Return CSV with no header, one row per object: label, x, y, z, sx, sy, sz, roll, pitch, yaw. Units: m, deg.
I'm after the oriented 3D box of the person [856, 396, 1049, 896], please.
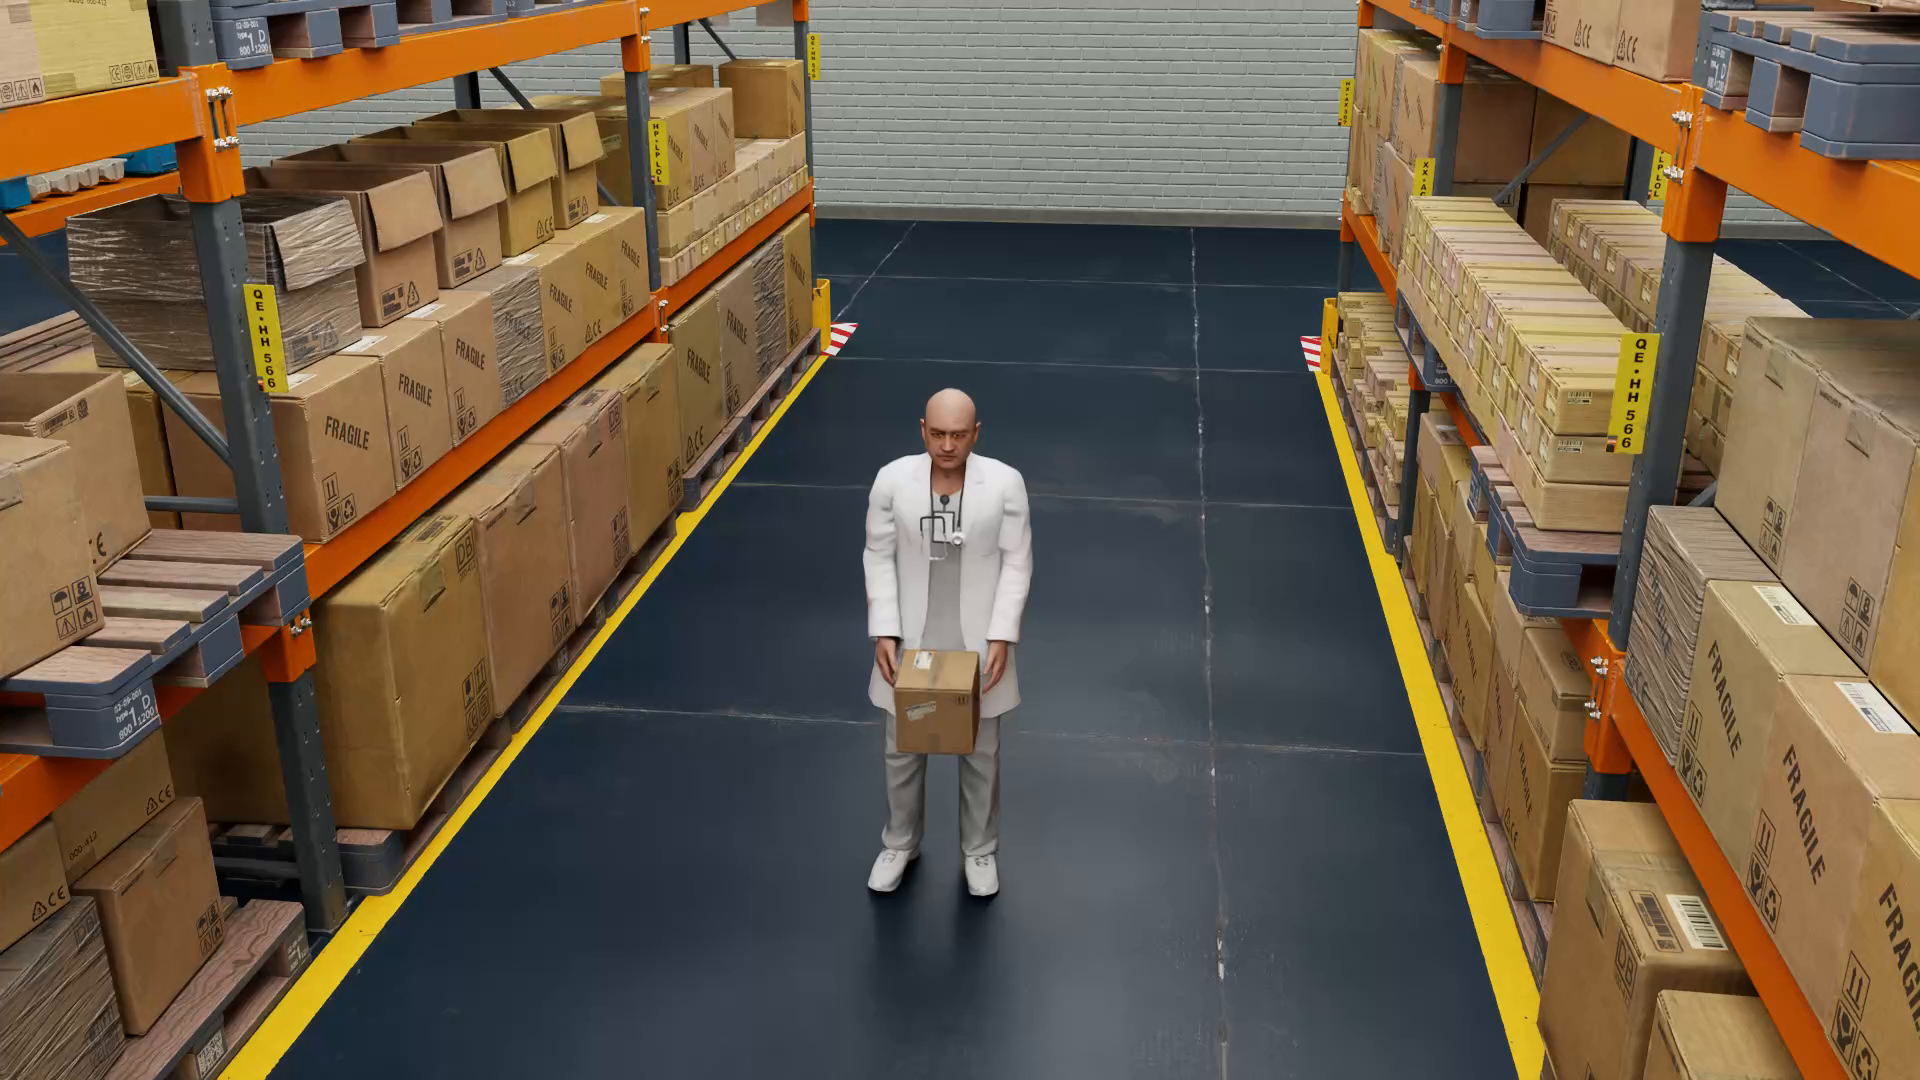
person,-0.025,0.358,5.665,0.653,1.774,0.423,1,21,3
